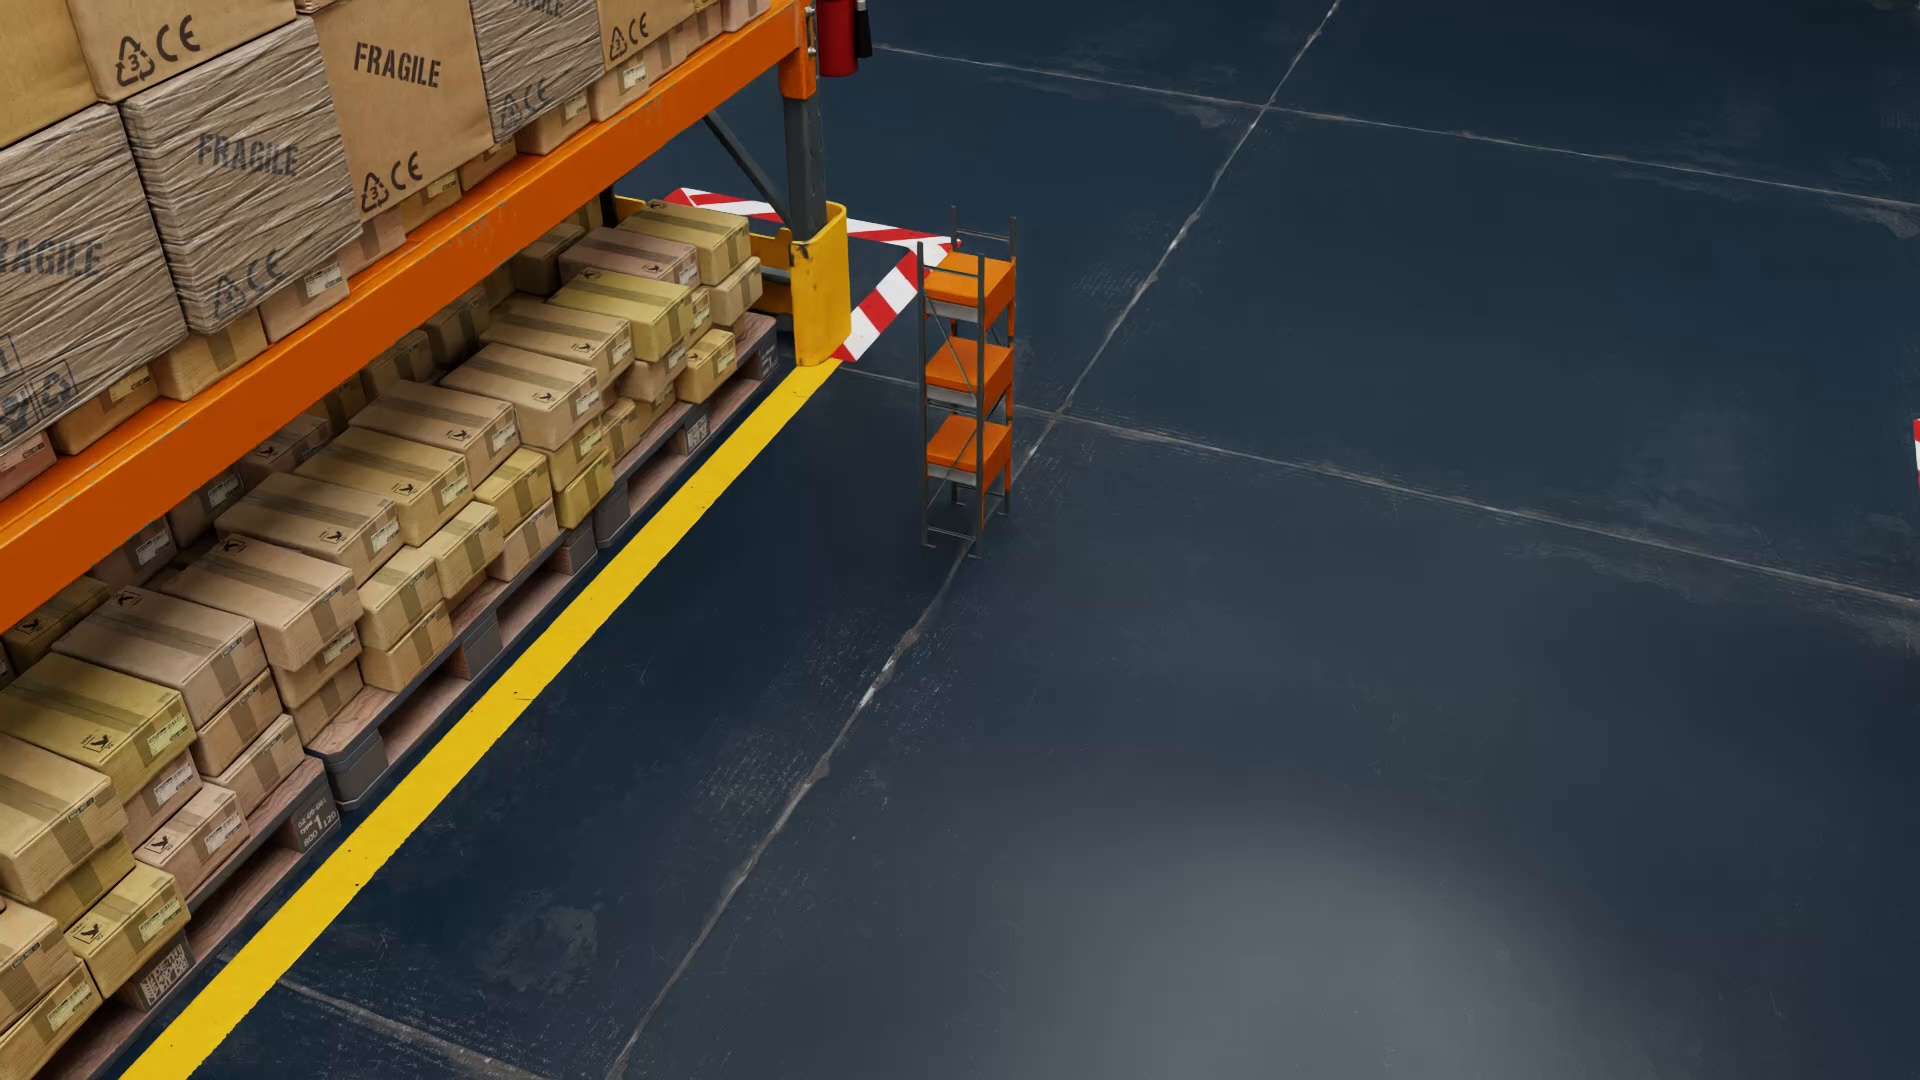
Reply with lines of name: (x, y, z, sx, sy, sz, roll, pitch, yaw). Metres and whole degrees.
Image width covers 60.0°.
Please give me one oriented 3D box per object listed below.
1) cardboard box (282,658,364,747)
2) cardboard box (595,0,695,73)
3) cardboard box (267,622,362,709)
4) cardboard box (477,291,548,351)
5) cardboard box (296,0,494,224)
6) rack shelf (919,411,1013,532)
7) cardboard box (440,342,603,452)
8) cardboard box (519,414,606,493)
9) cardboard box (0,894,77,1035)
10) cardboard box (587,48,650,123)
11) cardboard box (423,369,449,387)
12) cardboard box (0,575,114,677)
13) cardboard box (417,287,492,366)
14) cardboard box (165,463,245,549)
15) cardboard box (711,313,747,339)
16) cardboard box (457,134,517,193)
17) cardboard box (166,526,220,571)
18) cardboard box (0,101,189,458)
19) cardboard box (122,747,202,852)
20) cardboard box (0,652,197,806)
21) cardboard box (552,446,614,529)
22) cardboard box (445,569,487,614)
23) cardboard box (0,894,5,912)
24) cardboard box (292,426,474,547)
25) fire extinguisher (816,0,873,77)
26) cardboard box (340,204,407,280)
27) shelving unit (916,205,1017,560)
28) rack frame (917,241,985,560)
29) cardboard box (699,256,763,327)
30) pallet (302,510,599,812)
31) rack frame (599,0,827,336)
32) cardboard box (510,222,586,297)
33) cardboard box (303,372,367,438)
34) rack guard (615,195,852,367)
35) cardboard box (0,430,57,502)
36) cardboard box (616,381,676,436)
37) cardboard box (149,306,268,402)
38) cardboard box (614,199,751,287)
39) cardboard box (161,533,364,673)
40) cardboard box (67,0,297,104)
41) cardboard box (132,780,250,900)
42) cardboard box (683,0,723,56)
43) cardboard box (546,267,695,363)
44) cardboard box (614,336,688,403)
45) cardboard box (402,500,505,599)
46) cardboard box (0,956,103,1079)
cardboard box: (-1.786, 0.360, 4.294, 0.380, 0.149, 0.250, 12, 38, 16)
cardboard box: (-1.102, -1.662, 4.637, 0.500, 0.500, 0.500, 13, 39, 17)
cardboard box: (-1.752, 0.247, 4.196, 0.380, 0.149, 0.250, 16, 40, 20)
cardboard box: (-1.573, -0.714, 5.482, 0.380, 0.149, 0.250, 14, 39, 18)
cardboard box: (-1.485, -1.106, 3.892, 0.500, 0.500, 0.500, 16, 40, 20)
rack shelf: (0.020, -0.219, 5.148, 0.215, 0.259, 0.240, 14, 39, 18)
cardboard box: (-1.273, -0.420, 4.840, 0.380, 0.149, 0.250, 15, 39, 19)
cardboard box: (-1.286, -0.305, 4.935, 0.380, 0.149, 0.250, 14, 39, 18)
cardboard box: (-2.056, 0.847, 3.394, 0.380, 0.149, 0.250, 16, 40, 20)
cardboard box: (-1.117, -1.331, 4.735, 0.380, 0.149, 0.250, 15, 39, 19)
cardboard box: (-1.784, -0.428, 5.099, 0.380, 0.149, 0.250, 12, 38, 16)
cardboard box: (-2.276, 0.183, 4.033, 0.380, 0.149, 0.250, 15, 39, 19)
cardboard box: (-1.708, -0.700, 5.215, 0.380, 0.149, 0.250, 12, 38, 16)
cardboard box: (-2.167, -0.140, 4.465, 0.380, 0.149, 0.250, 13, 39, 16)
cardboard box: (-0.976, -0.782, 5.821, 0.380, 0.149, 0.250, 14, 39, 18)
cardboard box: (-1.403, -1.056, 4.367, 0.380, 0.149, 0.250, 12, 38, 16)
cardboard box: (-2.102, 0.017, 4.504, 0.380, 0.149, 0.250, 12, 38, 16)
cardboard box: (-1.887, -0.532, 3.124, 0.500, 0.500, 0.500, 14, 39, 18)
cardboard box: (-1.984, 0.543, 3.800, 0.380, 0.149, 0.250, 14, 39, 17)
cardboard box: (-1.957, 0.422, 3.714, 0.380, 0.149, 0.250, 13, 39, 17)
cardboard box: (-1.281, -0.195, 5.036, 0.380, 0.149, 0.250, 12, 38, 16)
cardboard box: (-1.569, 0.075, 4.675, 0.380, 0.149, 0.250, 15, 39, 19)
cardboard box: (-2.168, 0.712, 3.326, 0.380, 0.149, 0.250, 15, 39, 20)
cardboard box: (-1.549, -0.148, 4.475, 0.380, 0.149, 0.250, 14, 39, 18)
fire extinguisher: (-0.446, -1.949, 5.728, 0.296, 0.674, 0.183, 14, 39, 18)
cardboard box: (-1.565, -0.761, 3.972, 0.380, 0.149, 0.250, 15, 39, 19)
shelving unit: (0.020, -0.450, 4.975, 0.215, 1.050, 0.252, 14, 39, 18)
rack frame: (-0.026, -0.383, 4.885, 0.200, 1.050, 0.008, 14, 39, 18)
cardboard box: (-0.905, -0.883, 5.708, 0.380, 0.149, 0.250, 13, 39, 17)
pallet: (-1.805, 0.179, 4.834, 1.003, 0.211, 1.213, 14, 39, 18)
rack frame: (-0.968, -2.095, 5.547, 1.000, 3.000, 0.127, 14, 39, 18)
cardboard box: (-1.476, -0.966, 5.571, 0.380, 0.149, 0.250, 15, 39, 19)
cardboard box: (-1.964, -0.413, 4.831, 0.380, 0.149, 0.250, 14, 39, 18)
rack guard: (-0.997, -1.051, 6.239, 1.175, 0.500, 0.348, 14, 39, 18)
cardboard box: (-1.997, -0.181, 3.197, 0.380, 0.149, 0.250, 12, 38, 16)
cardboard box: (-1.160, -0.490, 5.430, 0.380, 0.149, 0.250, 14, 39, 18)
cardboard box: (-1.732, -0.455, 3.563, 0.380, 0.149, 0.250, 15, 39, 19)
cardboard box: (-0.935, -1.008, 5.627, 0.380, 0.149, 0.250, 14, 39, 18)
cardboard box: (-1.707, 0.150, 4.078, 0.380, 0.149, 0.250, 15, 39, 19)
cardboard box: (-1.690, -1.196, 3.178, 0.500, 0.500, 0.500, 14, 39, 18)
cardboard box: (-1.907, 0.668, 3.881, 0.380, 0.149, 0.250, 14, 39, 18)
cardboard box: (-0.960, -1.620, 5.122, 0.380, 0.149, 0.250, 14, 39, 18)
cardboard box: (-1.065, -0.710, 5.228, 0.380, 0.149, 0.250, 13, 39, 17)
cardboard box: (-1.101, -0.595, 5.322, 0.380, 0.149, 0.250, 12, 38, 16)
cardboard box: (-1.480, -0.009, 4.538, 0.380, 0.149, 0.250, 14, 39, 18)
cardboard box: (-2.055, 0.965, 3.484, 0.380, 0.149, 0.250, 12, 38, 16)
